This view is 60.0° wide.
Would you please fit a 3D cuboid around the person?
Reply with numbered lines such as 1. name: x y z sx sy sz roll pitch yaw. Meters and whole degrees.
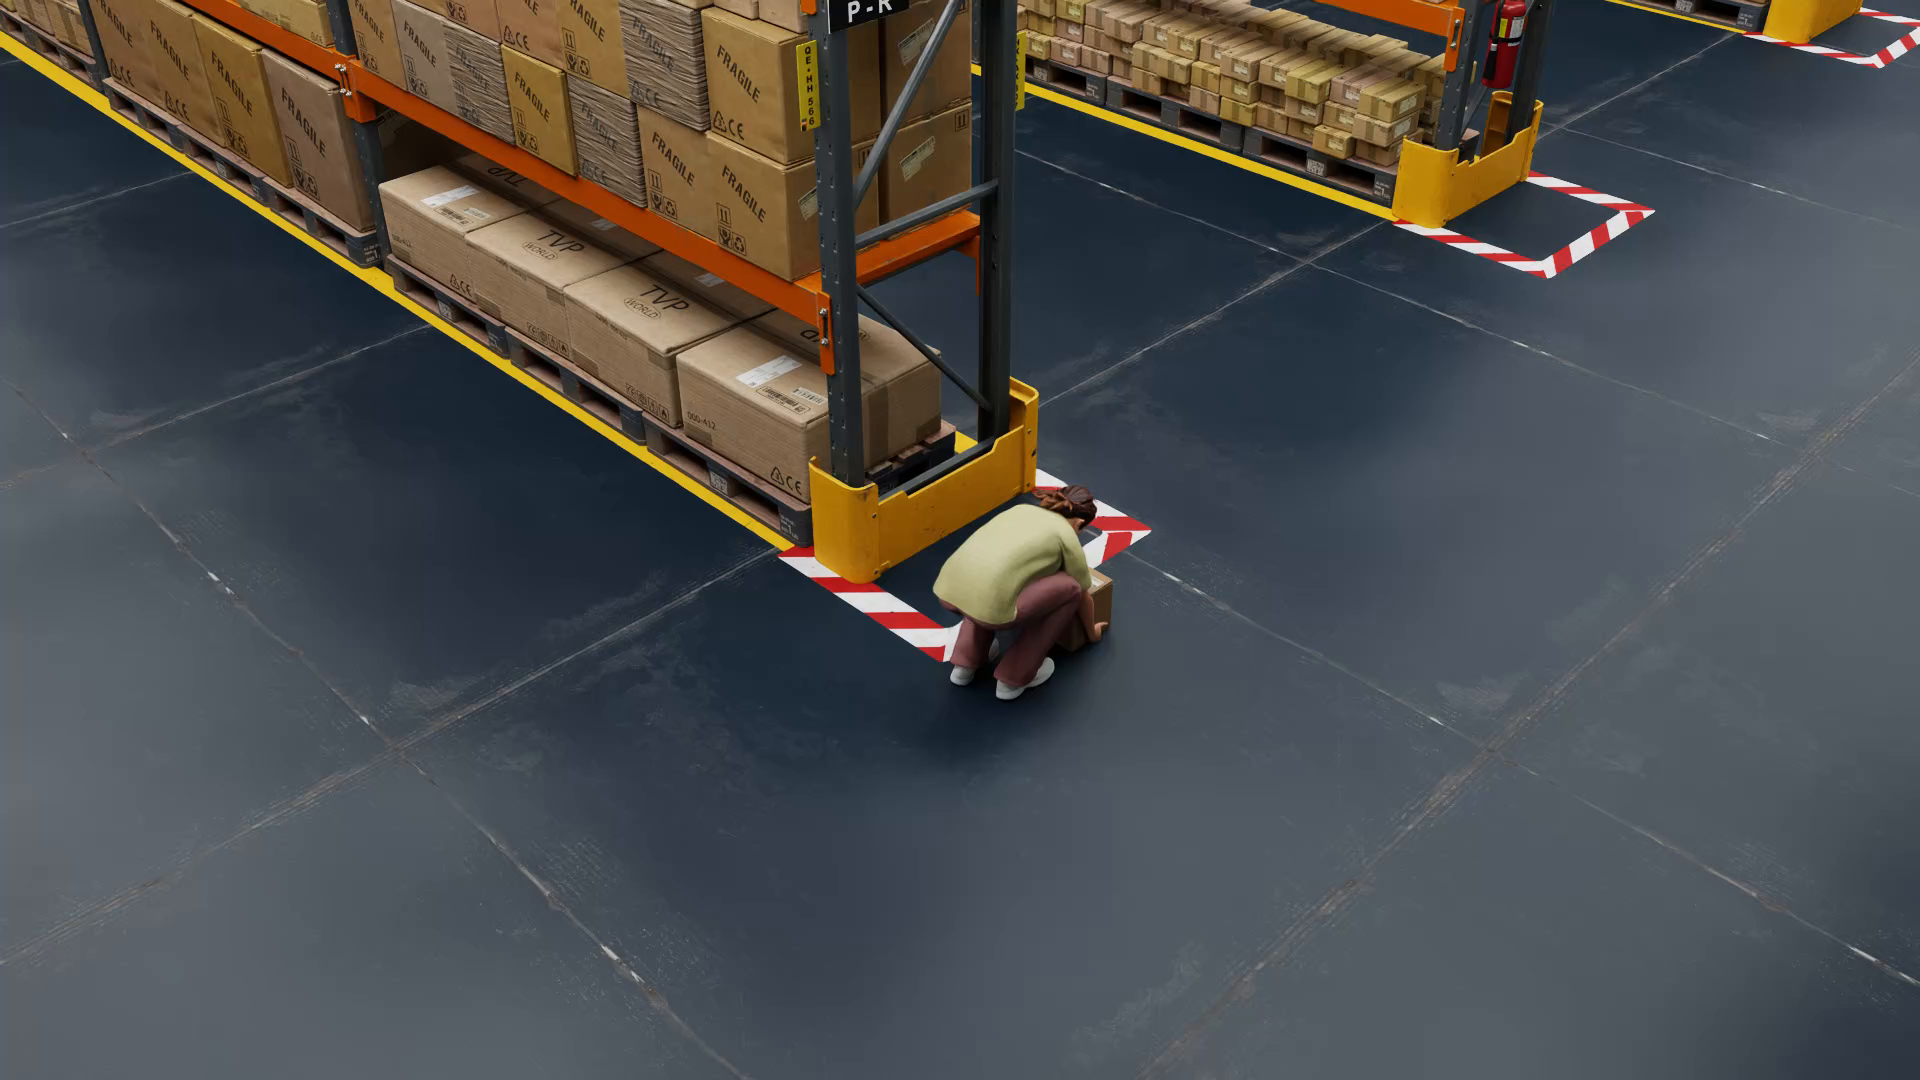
1. person: 0.251 0.204 6.681 0.454 0.754 0.867 26 43 32
